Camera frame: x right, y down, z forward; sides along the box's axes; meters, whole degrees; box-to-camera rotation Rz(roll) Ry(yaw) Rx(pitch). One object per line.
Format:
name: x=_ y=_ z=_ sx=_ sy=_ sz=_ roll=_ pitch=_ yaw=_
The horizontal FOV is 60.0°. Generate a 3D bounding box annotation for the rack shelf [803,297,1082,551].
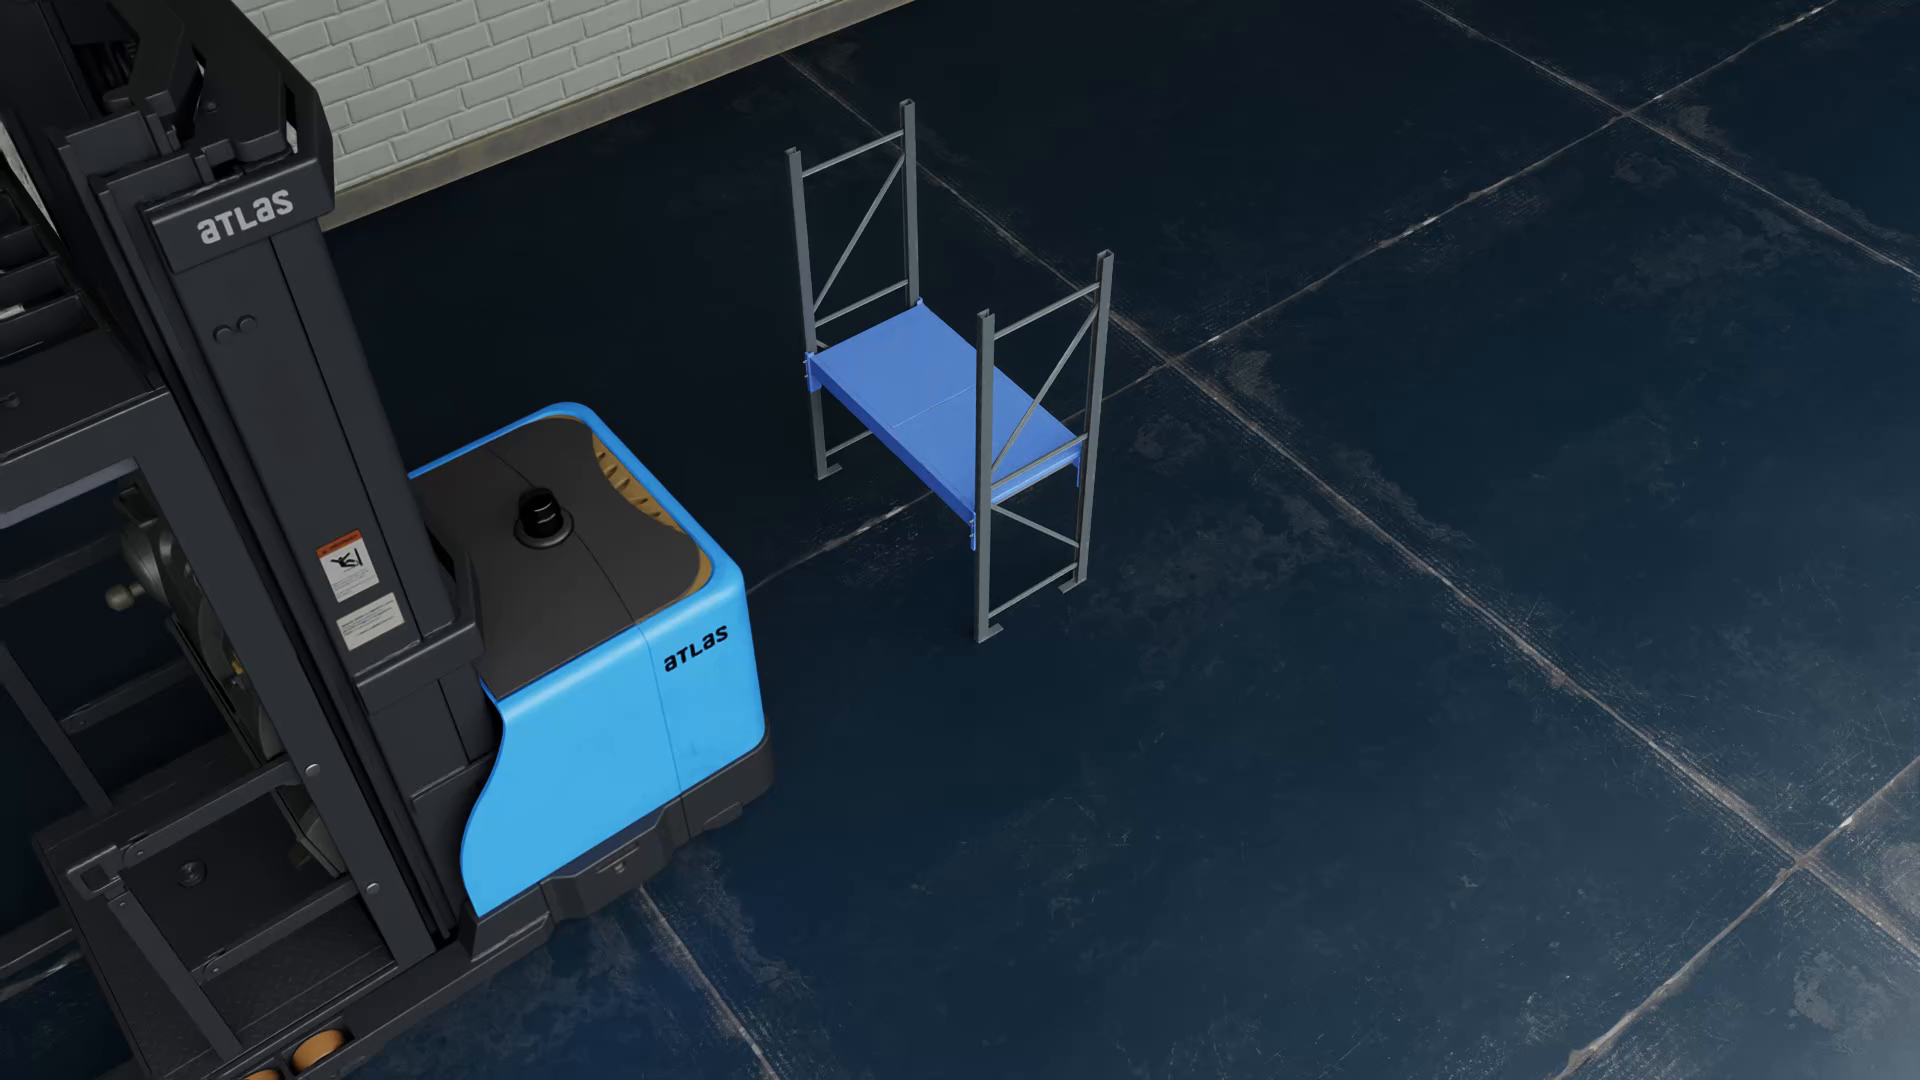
rack shelf: x=-0.052 y=-0.433 z=5.873 sx=0.538 sy=0.185 sz=1.000 roll=-29 pitch=54 yaw=-24

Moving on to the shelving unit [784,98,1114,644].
shelving unit: x=-0.052 y=-0.554 z=5.740 sx=0.538 sy=1.500 sz=1.048 roll=-29 pitch=54 yaw=-24

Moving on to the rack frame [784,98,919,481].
rack frame: x=-0.359 y=-0.854 z=6.012 sx=0.500 sy=1.500 sz=0.032 roll=-29 pitch=54 yaw=-24

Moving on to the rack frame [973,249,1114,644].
rack frame: x=0.256 y=-0.254 z=5.468 sx=0.500 sy=1.500 sz=0.032 roll=-29 pitch=54 yaw=-24

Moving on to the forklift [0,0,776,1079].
forklift: x=-2.073 y=0.235 z=4.058 sx=3.031 sy=2.935 sz=1.130 roll=-30 pitch=55 yaw=-25
